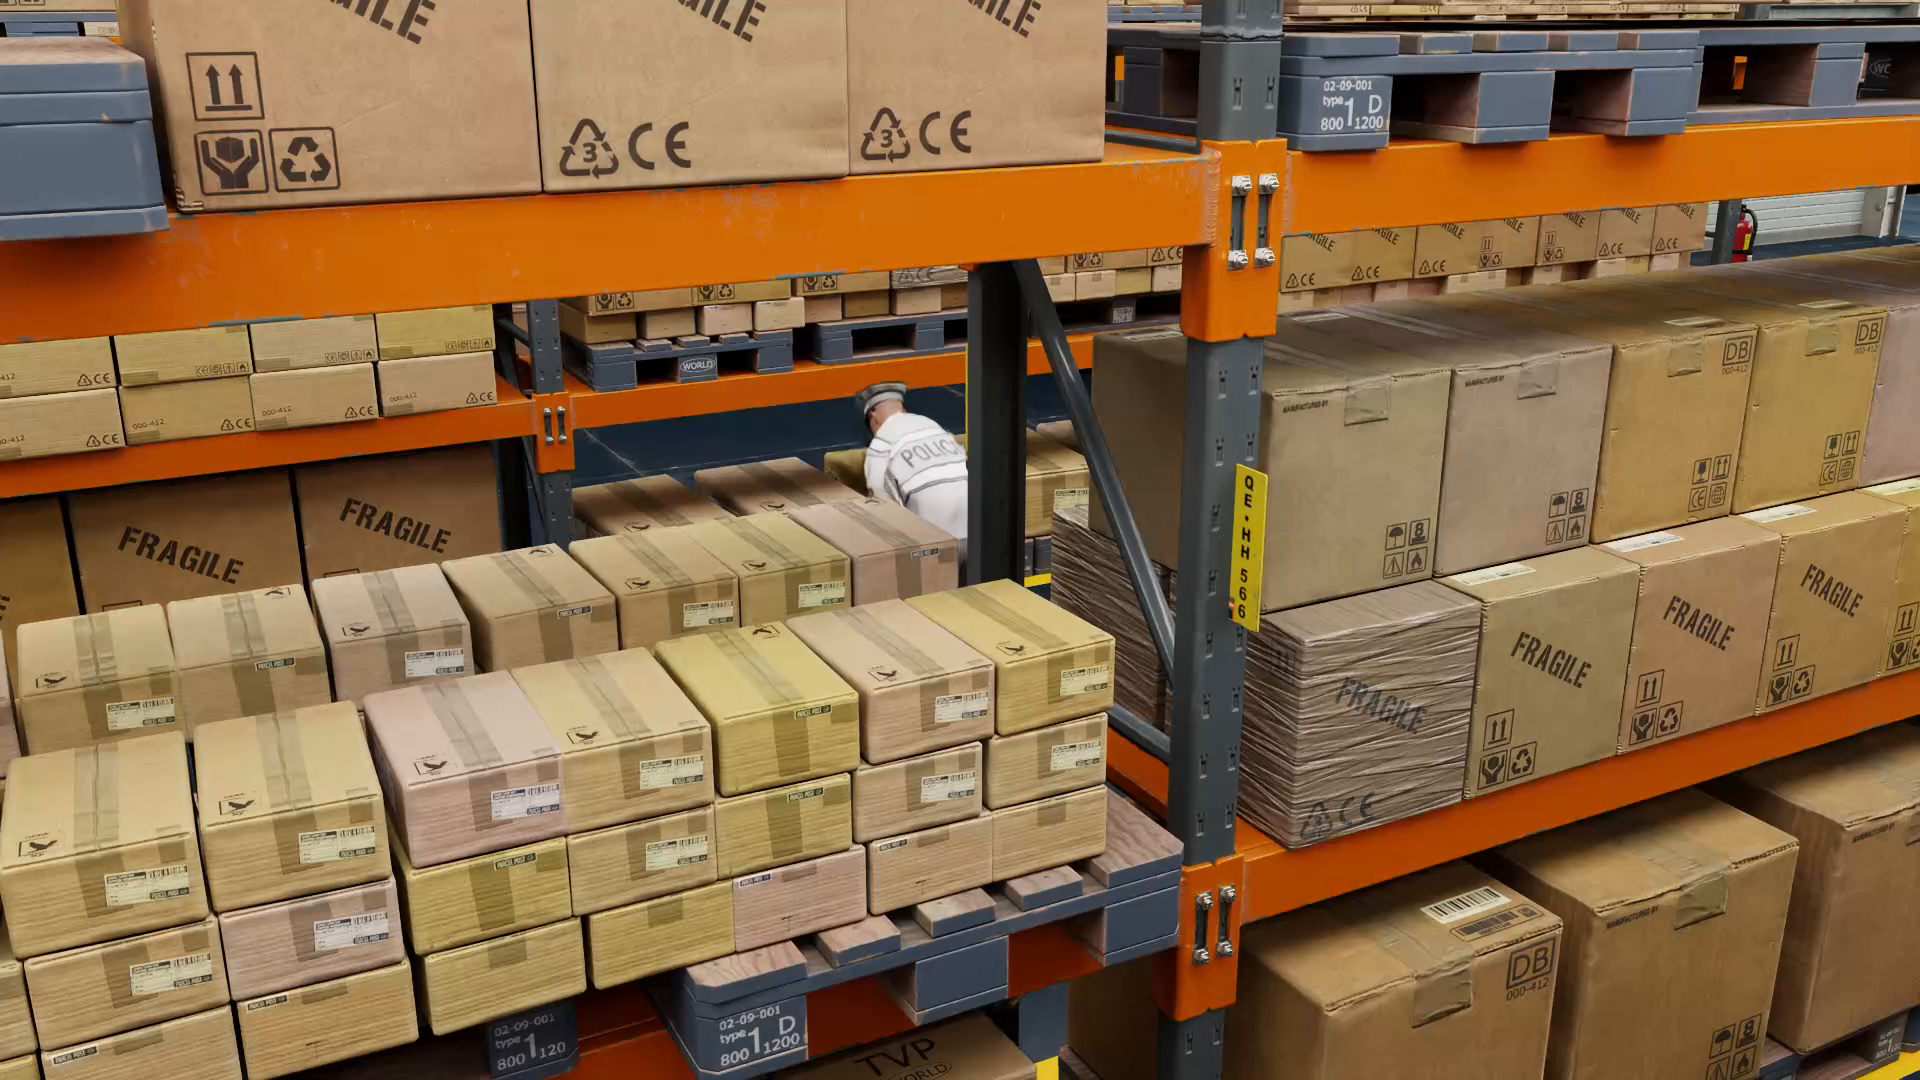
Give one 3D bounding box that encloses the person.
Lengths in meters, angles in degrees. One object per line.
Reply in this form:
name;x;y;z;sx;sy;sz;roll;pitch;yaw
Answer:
person;-0.171;0.038;7.490;0.468;1.409;0.966;-10;21;-28
